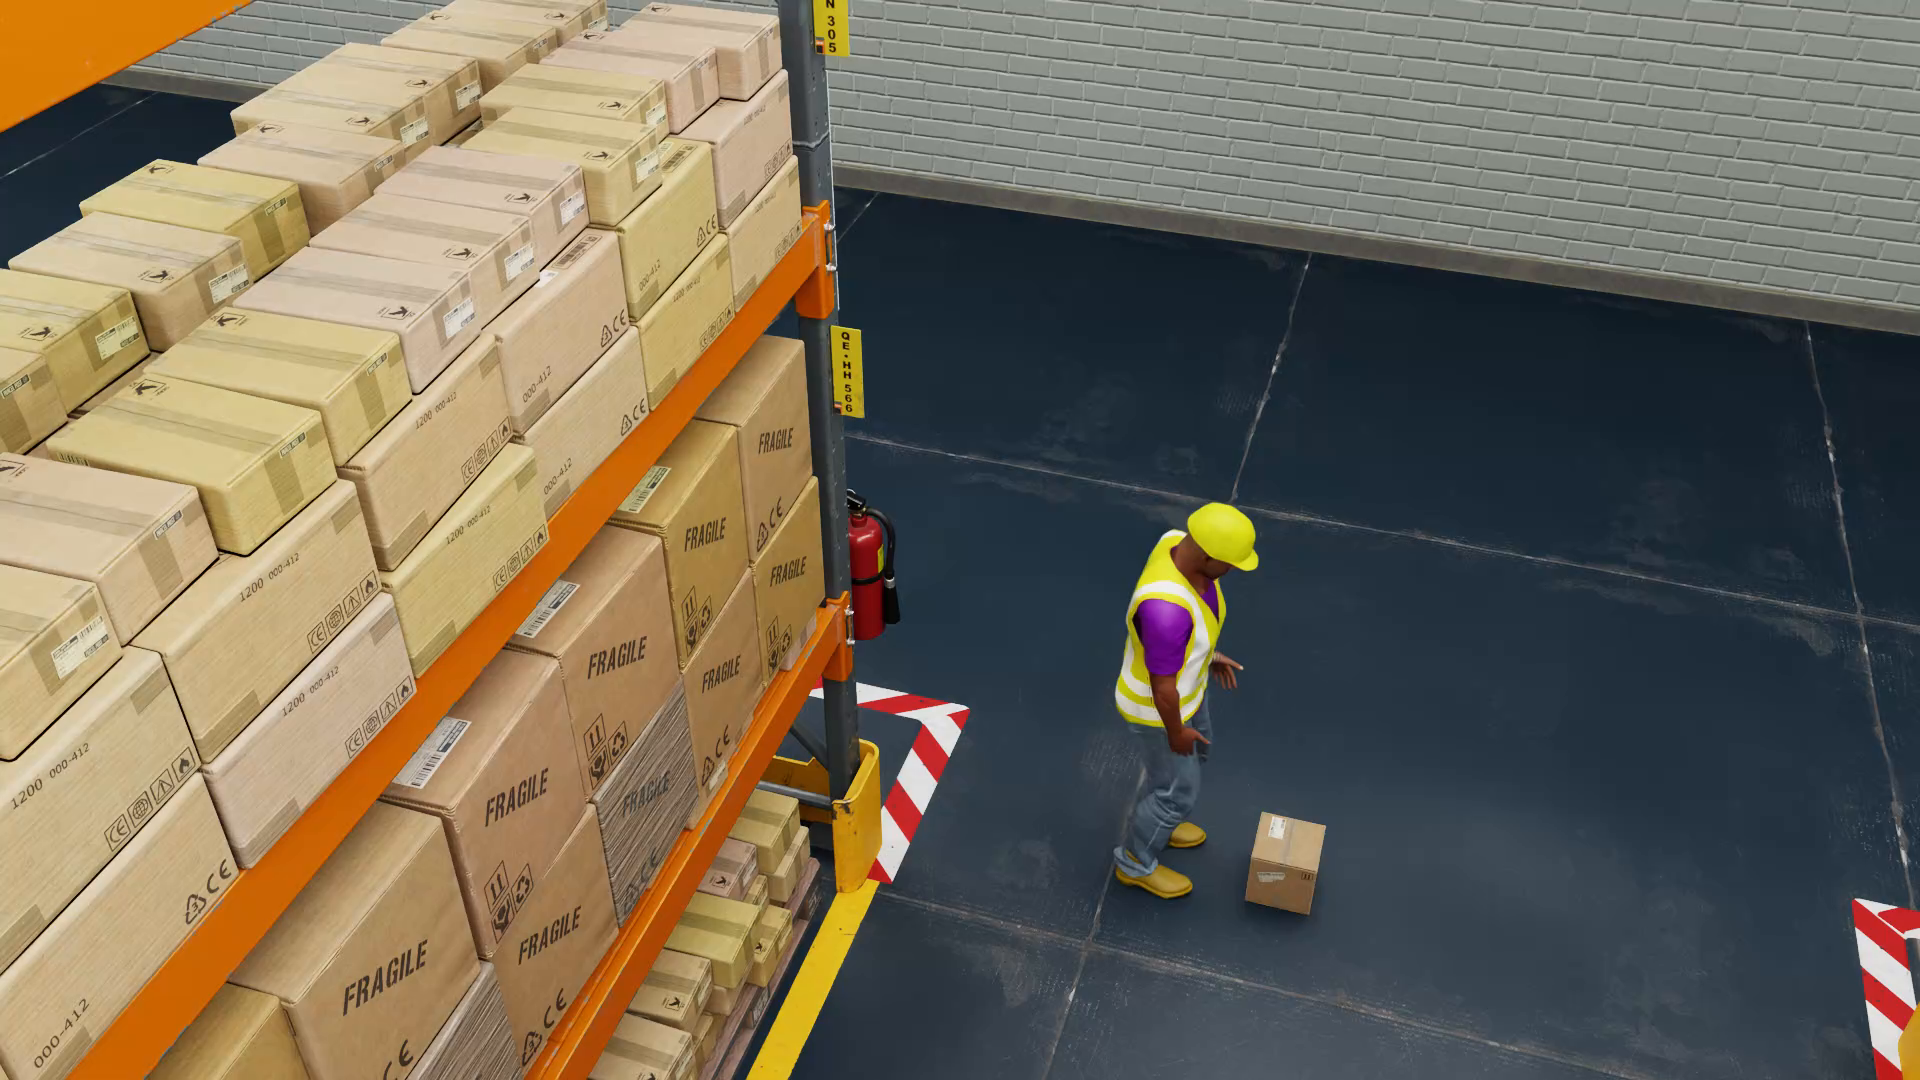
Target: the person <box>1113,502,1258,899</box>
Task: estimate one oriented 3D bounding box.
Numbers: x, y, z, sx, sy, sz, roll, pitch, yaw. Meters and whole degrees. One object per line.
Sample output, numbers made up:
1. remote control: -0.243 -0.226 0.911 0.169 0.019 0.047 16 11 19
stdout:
1. person: 0.813 0.566 6.152 0.437 1.725 0.588 12 38 15
